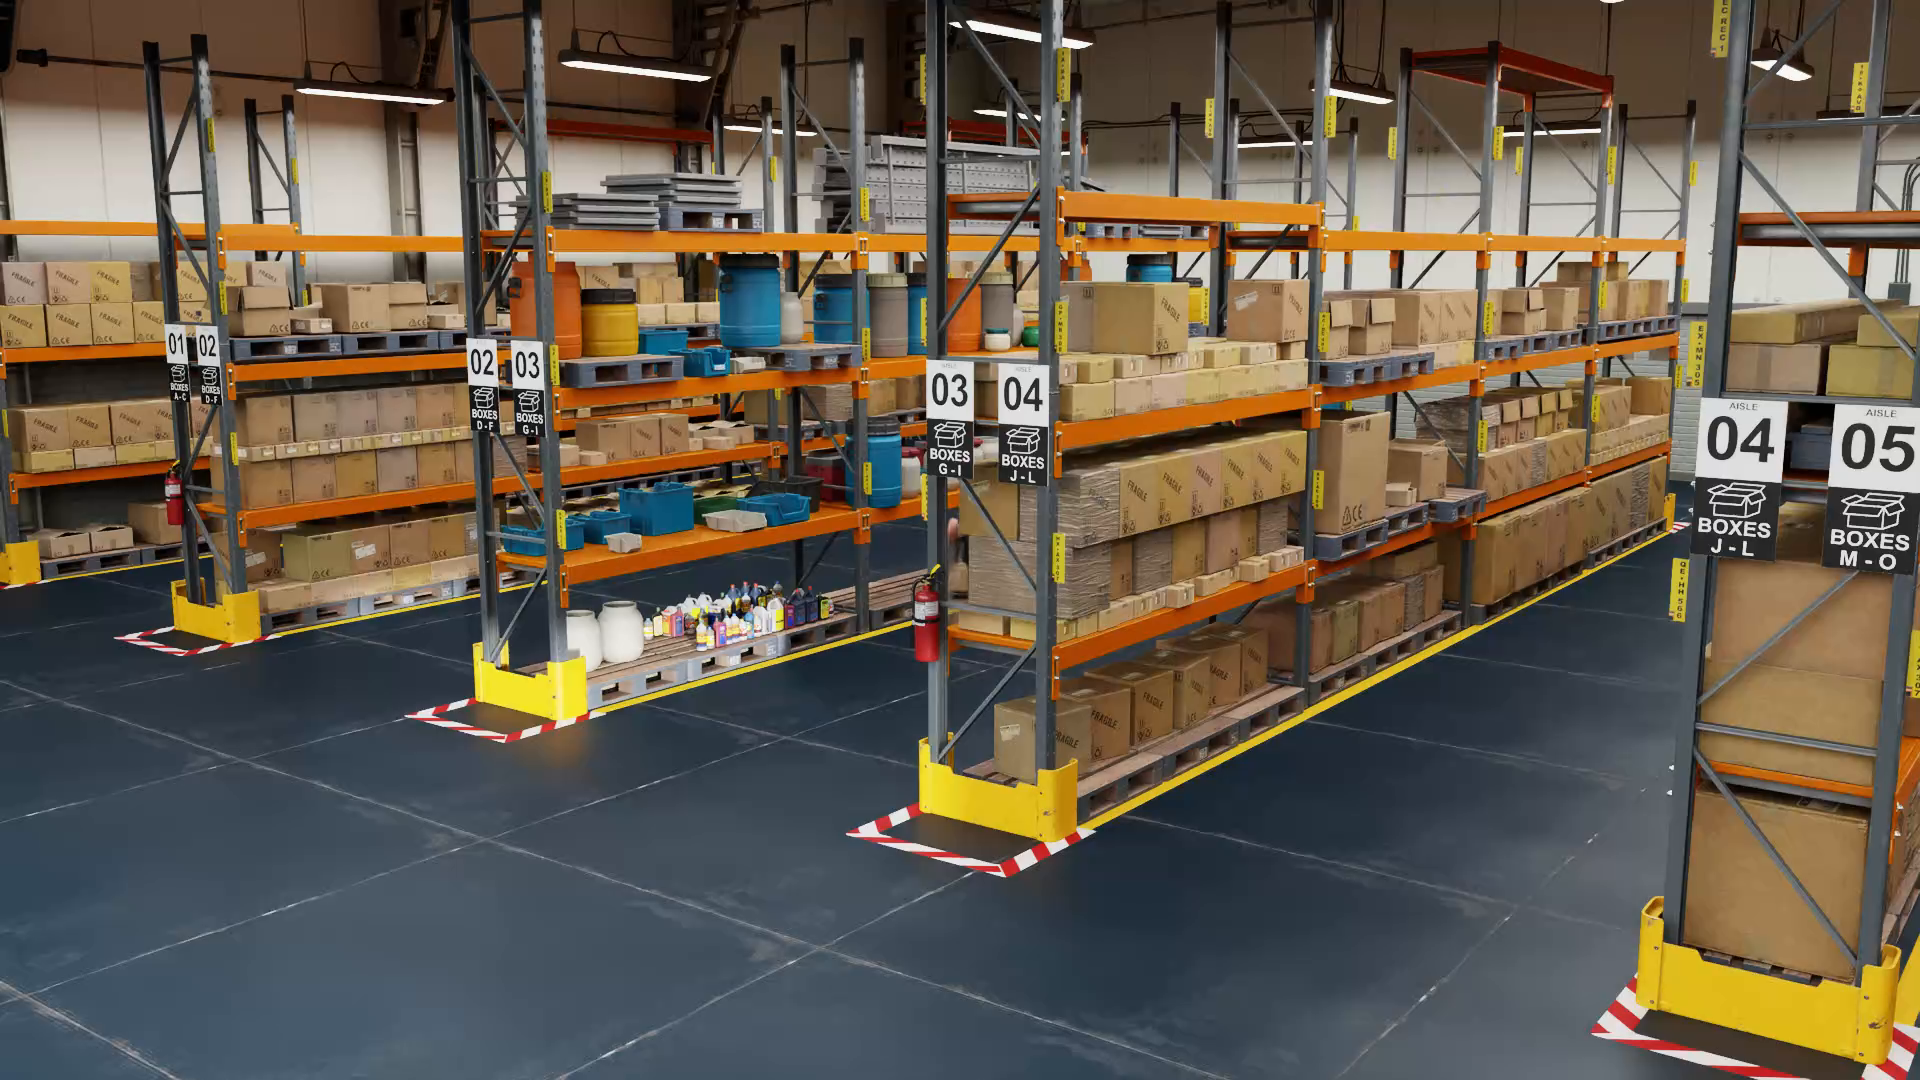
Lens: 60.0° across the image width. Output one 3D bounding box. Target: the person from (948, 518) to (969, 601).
[{"bbox_3d":[0.123,0.295,17.882,0.459,1.171,0.948,7,12,34],"label":"person"}]
